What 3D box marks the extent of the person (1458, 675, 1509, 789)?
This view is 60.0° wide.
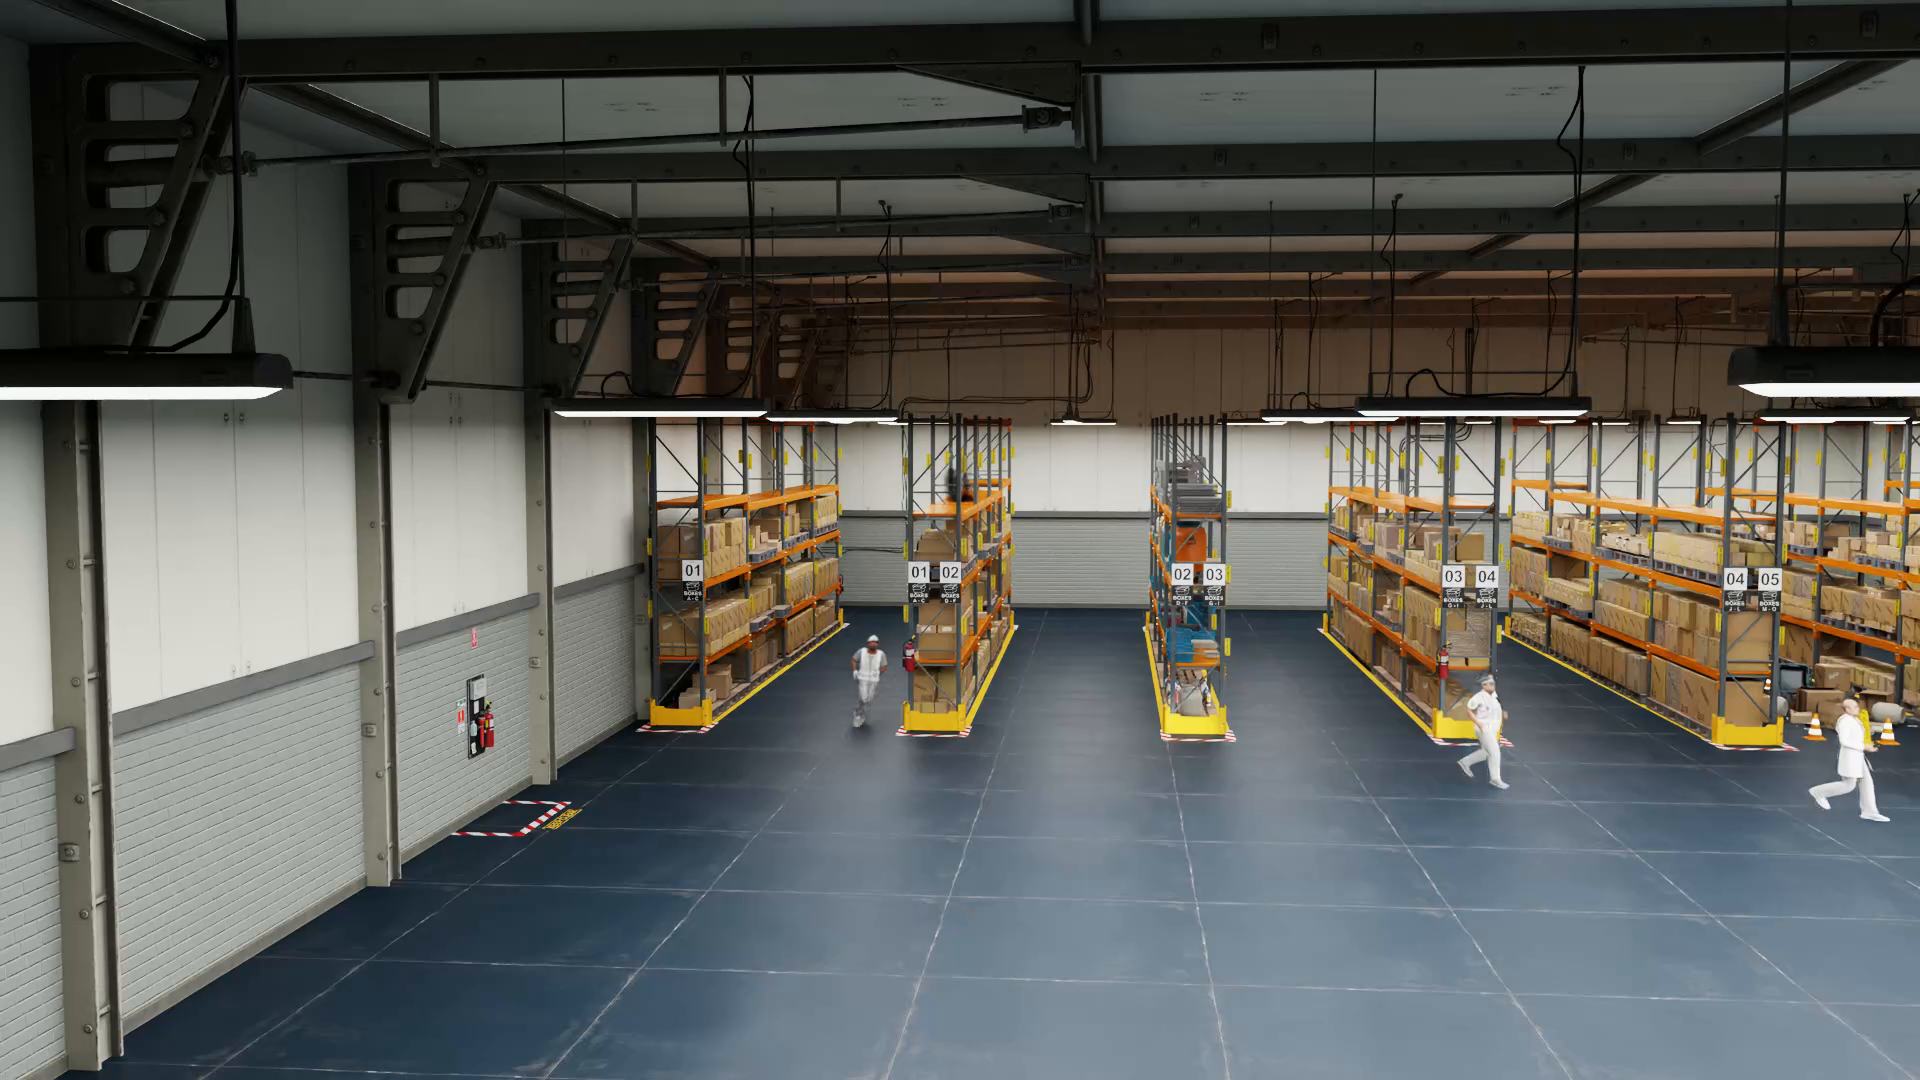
[{"bbox_3d":[8.439,3.044,26.725,0.888,1.797,0.650,3,5,42],"label":"person"}]

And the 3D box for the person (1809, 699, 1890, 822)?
[{"bbox_3d":[13.043,3.204,24.345,1.052,1.757,0.724,3,5,40],"label":"person"}]

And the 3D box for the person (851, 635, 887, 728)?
[{"bbox_3d":[-1.727,2.705,31.839,0.678,1.762,0.619,-1,4,-15],"label":"person"}]
